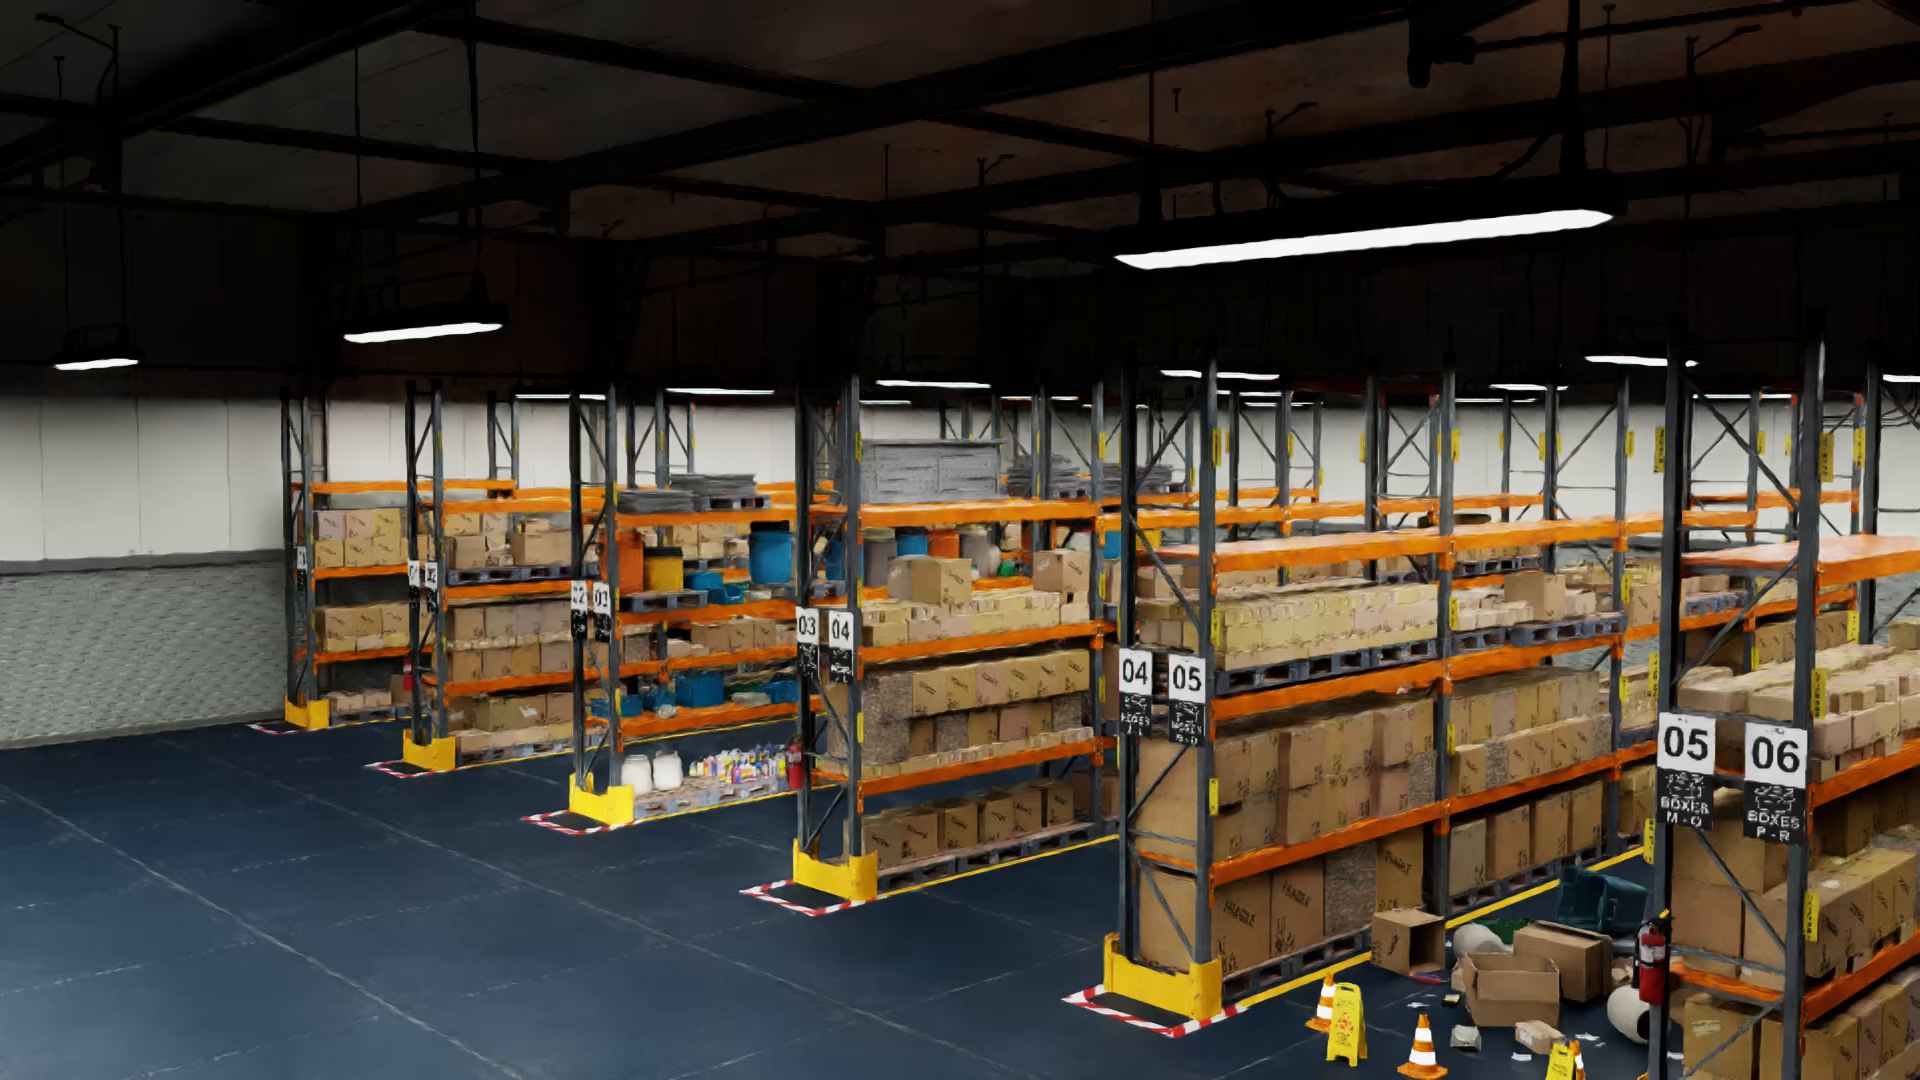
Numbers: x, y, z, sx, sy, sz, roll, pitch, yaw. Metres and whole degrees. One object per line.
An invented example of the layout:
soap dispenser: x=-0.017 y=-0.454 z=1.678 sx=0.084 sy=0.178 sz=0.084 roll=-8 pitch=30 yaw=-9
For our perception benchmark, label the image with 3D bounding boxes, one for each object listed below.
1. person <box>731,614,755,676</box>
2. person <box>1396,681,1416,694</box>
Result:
person: x=-4.503 y=2.120 z=34.016 sx=0.550 sy=1.724 sz=1.031 roll=3 pitch=5 yaw=38
person: x=6.389 y=2.736 z=23.686 sx=0.468 sy=1.794 sz=0.625 roll=2 pitch=4 yaw=24
